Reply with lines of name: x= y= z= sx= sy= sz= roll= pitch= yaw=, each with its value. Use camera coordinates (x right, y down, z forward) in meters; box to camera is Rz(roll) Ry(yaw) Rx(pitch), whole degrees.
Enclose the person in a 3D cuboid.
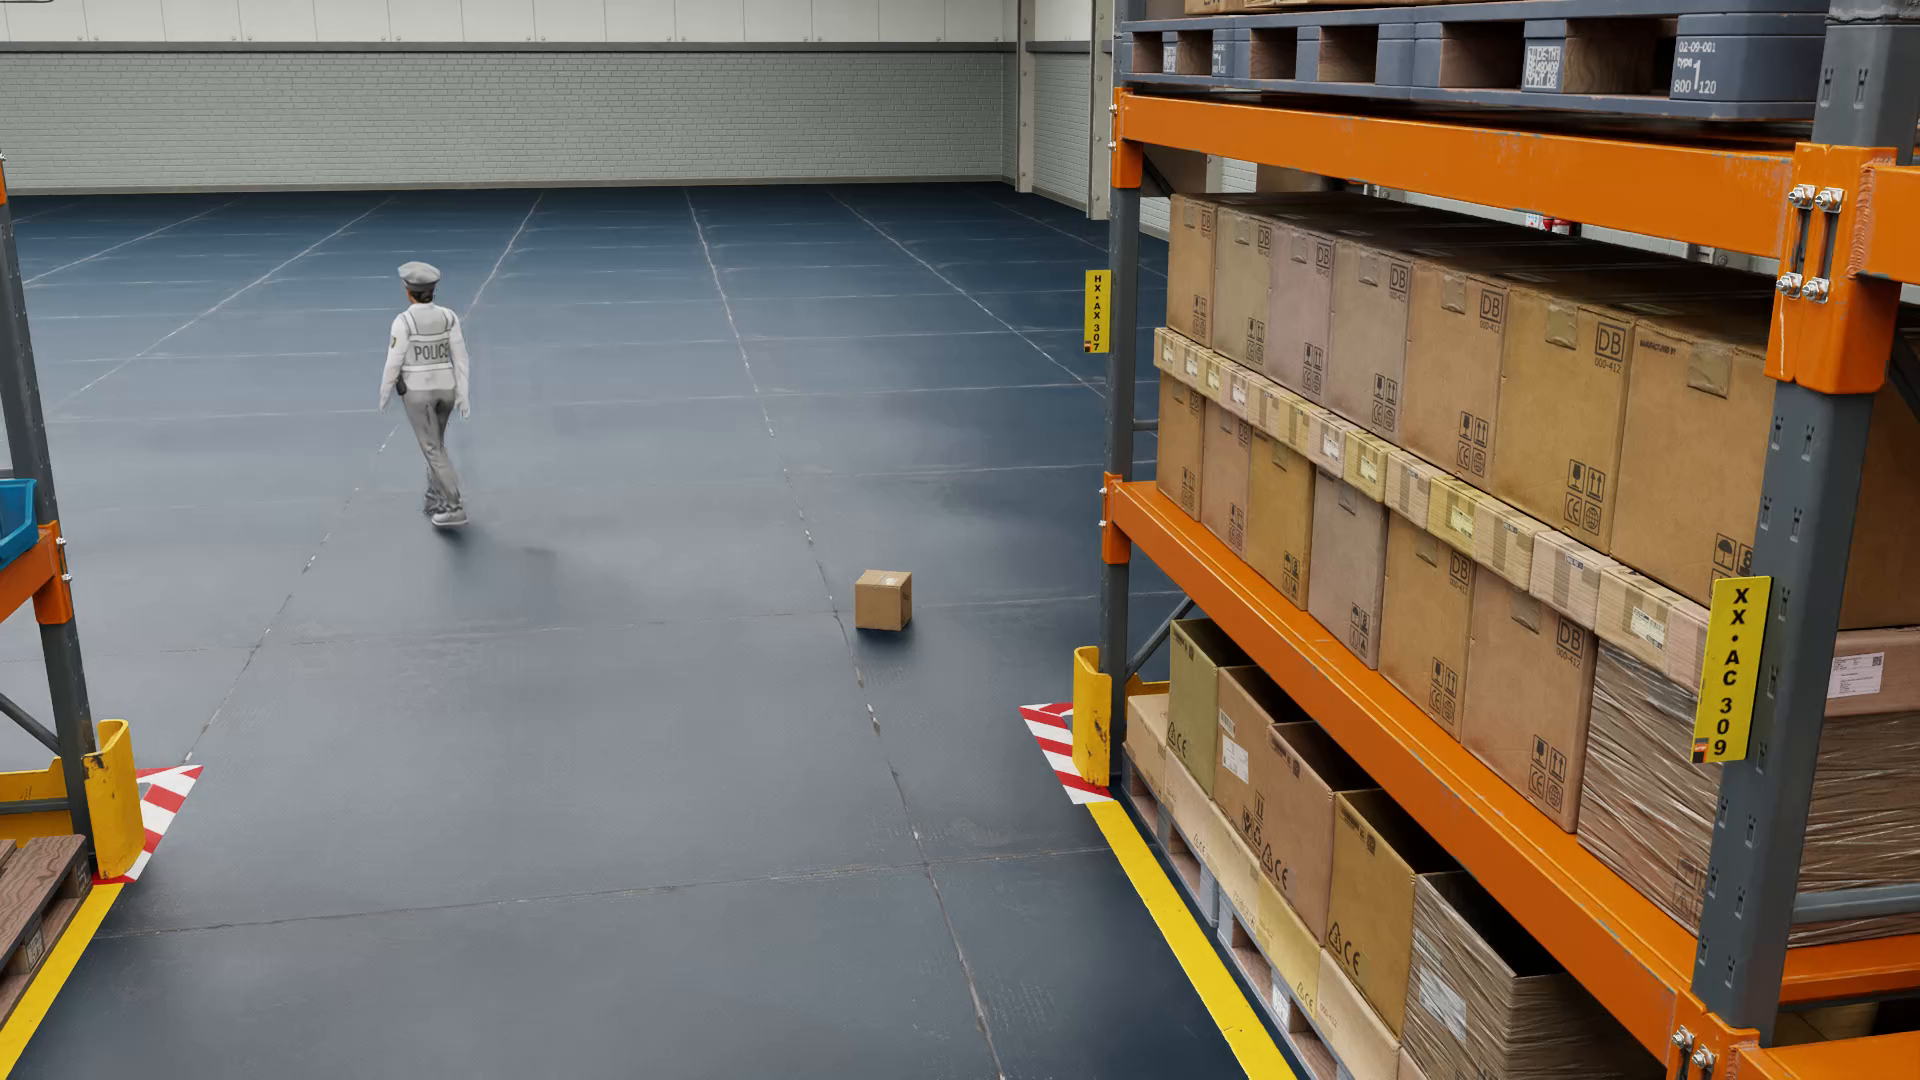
person: x=-3.416 y=-0.893 z=10.572 sx=0.688 sy=1.744 sz=0.494 roll=12 pitch=20 yaw=36
